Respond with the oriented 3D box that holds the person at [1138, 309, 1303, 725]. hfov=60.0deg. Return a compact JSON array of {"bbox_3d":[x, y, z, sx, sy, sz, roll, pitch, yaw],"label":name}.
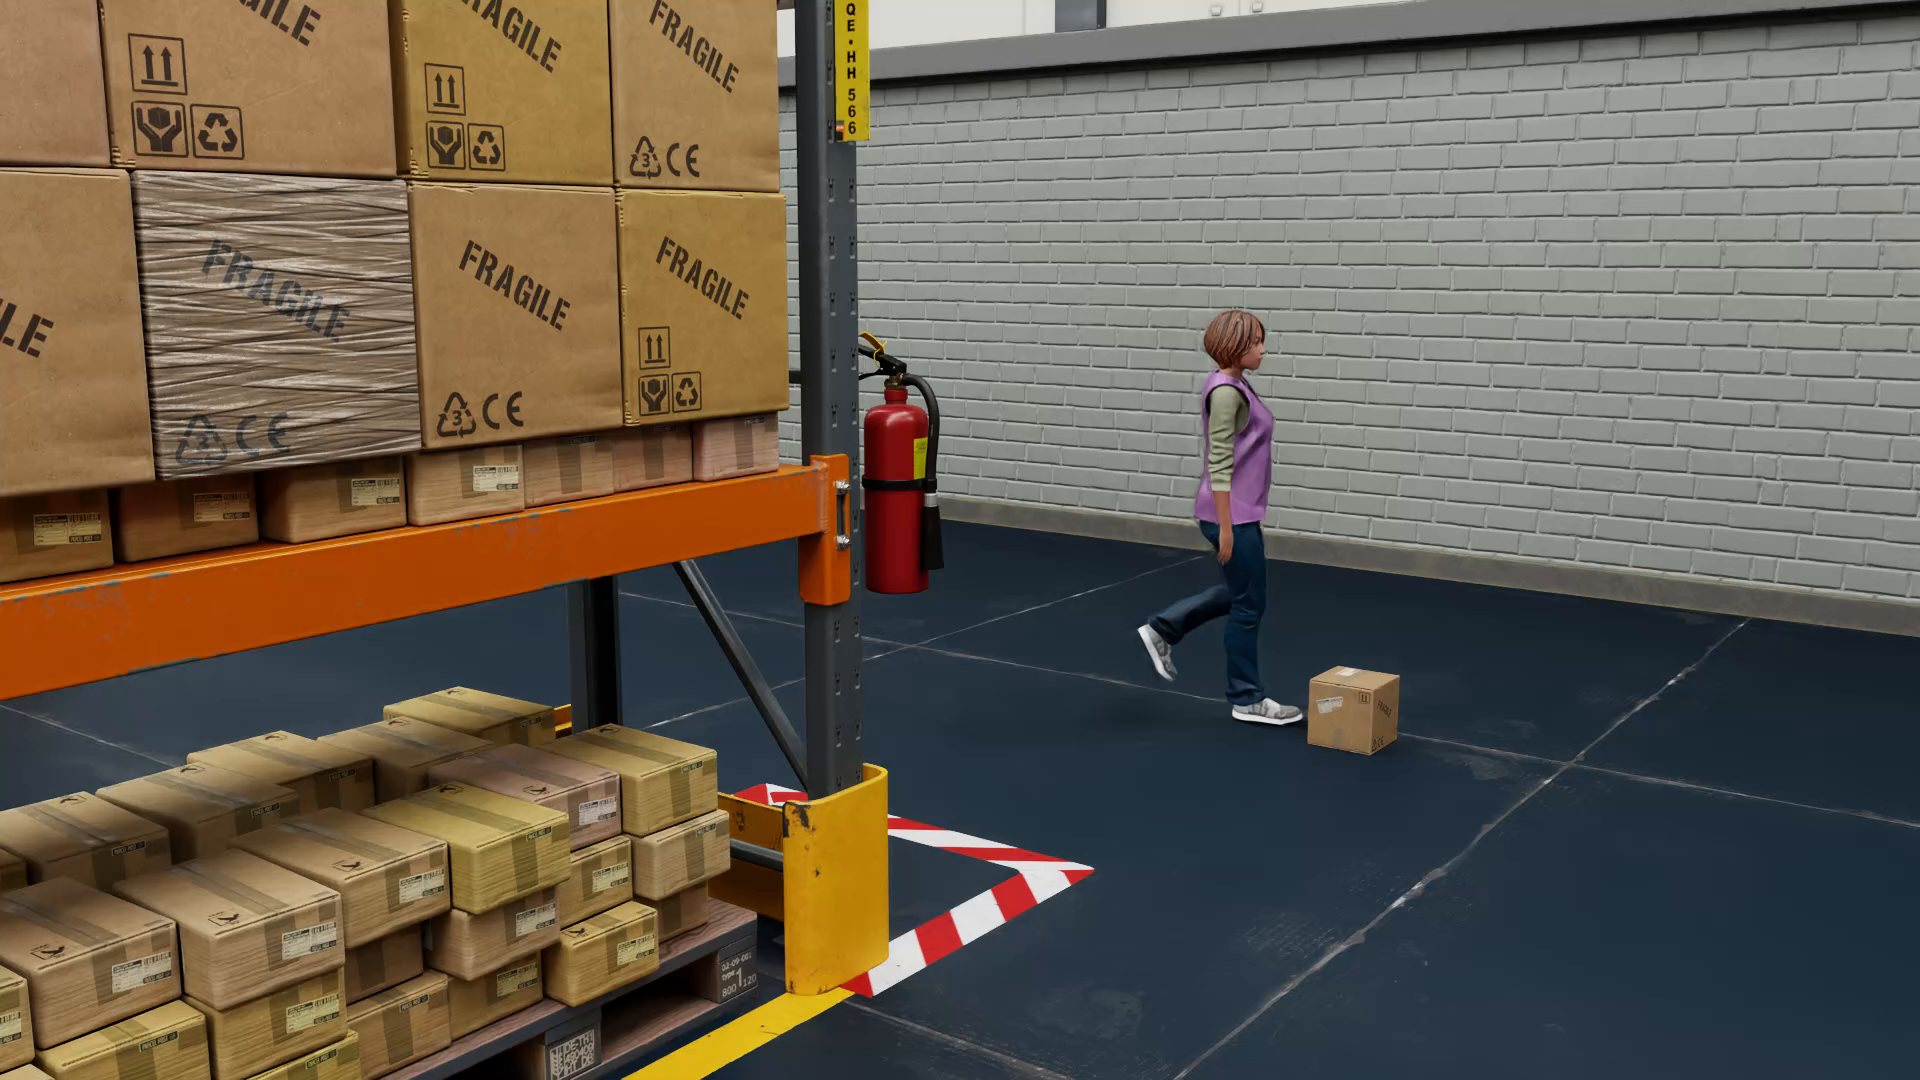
[{"bbox_3d":[1.006,-0.081,6.363,0.654,1.592,0.447,2,10,10],"label":"person"}]
